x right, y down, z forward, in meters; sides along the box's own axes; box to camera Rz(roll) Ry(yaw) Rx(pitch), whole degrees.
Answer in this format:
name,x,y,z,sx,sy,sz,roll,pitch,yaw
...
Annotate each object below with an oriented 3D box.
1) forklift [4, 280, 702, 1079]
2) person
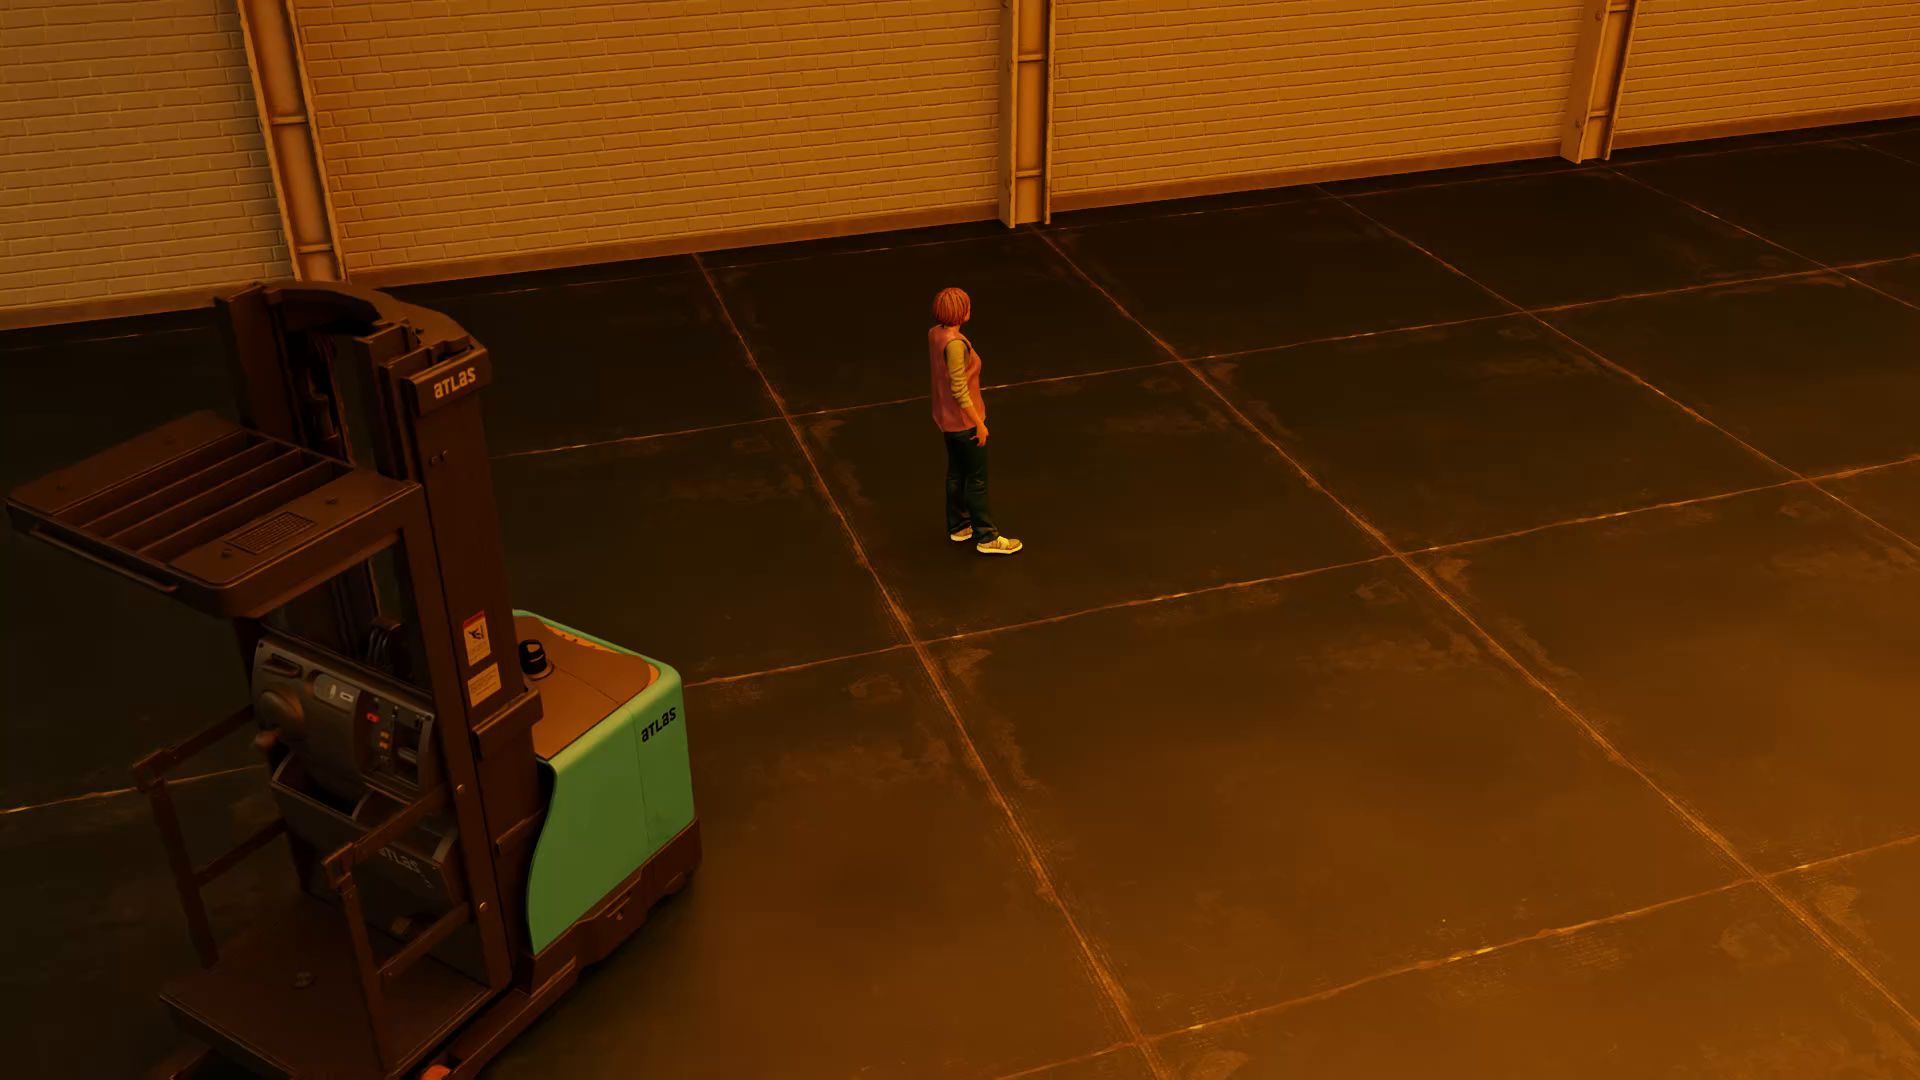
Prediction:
name,x,y,z,sx,sy,sz,roll,pitch,yaw
forklift,-2.349,0.699,5.872,1.130,2.935,3.031,17,34,27
person,0.075,-0.704,9.633,0.473,1.599,0.520,-10,31,-16
